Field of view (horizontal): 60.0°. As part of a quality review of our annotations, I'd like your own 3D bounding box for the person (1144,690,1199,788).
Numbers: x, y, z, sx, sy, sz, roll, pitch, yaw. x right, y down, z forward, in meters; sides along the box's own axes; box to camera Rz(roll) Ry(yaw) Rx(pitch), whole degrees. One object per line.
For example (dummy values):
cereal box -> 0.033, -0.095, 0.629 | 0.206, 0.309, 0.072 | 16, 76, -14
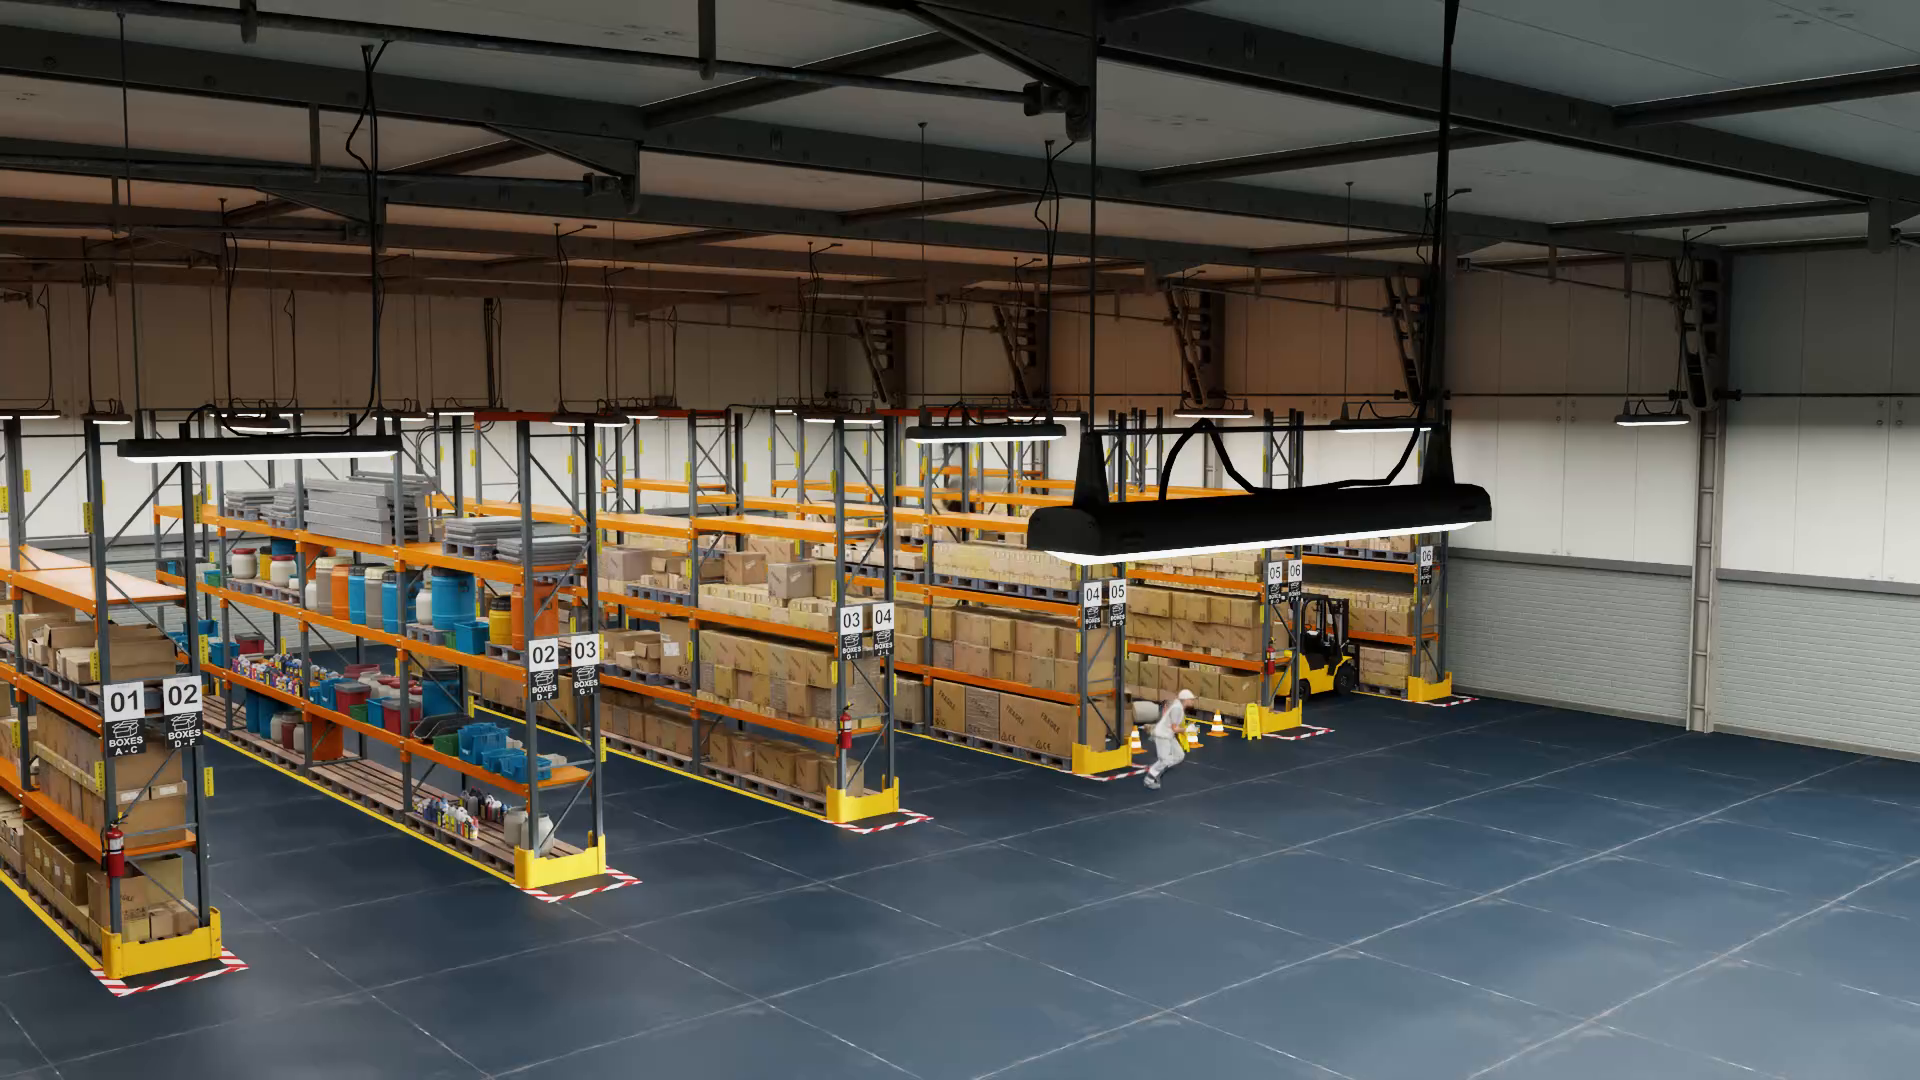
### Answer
person -> 3.397, 3.177, 26.660 | 0.879, 1.607, 0.696 | 1, 5, 14
